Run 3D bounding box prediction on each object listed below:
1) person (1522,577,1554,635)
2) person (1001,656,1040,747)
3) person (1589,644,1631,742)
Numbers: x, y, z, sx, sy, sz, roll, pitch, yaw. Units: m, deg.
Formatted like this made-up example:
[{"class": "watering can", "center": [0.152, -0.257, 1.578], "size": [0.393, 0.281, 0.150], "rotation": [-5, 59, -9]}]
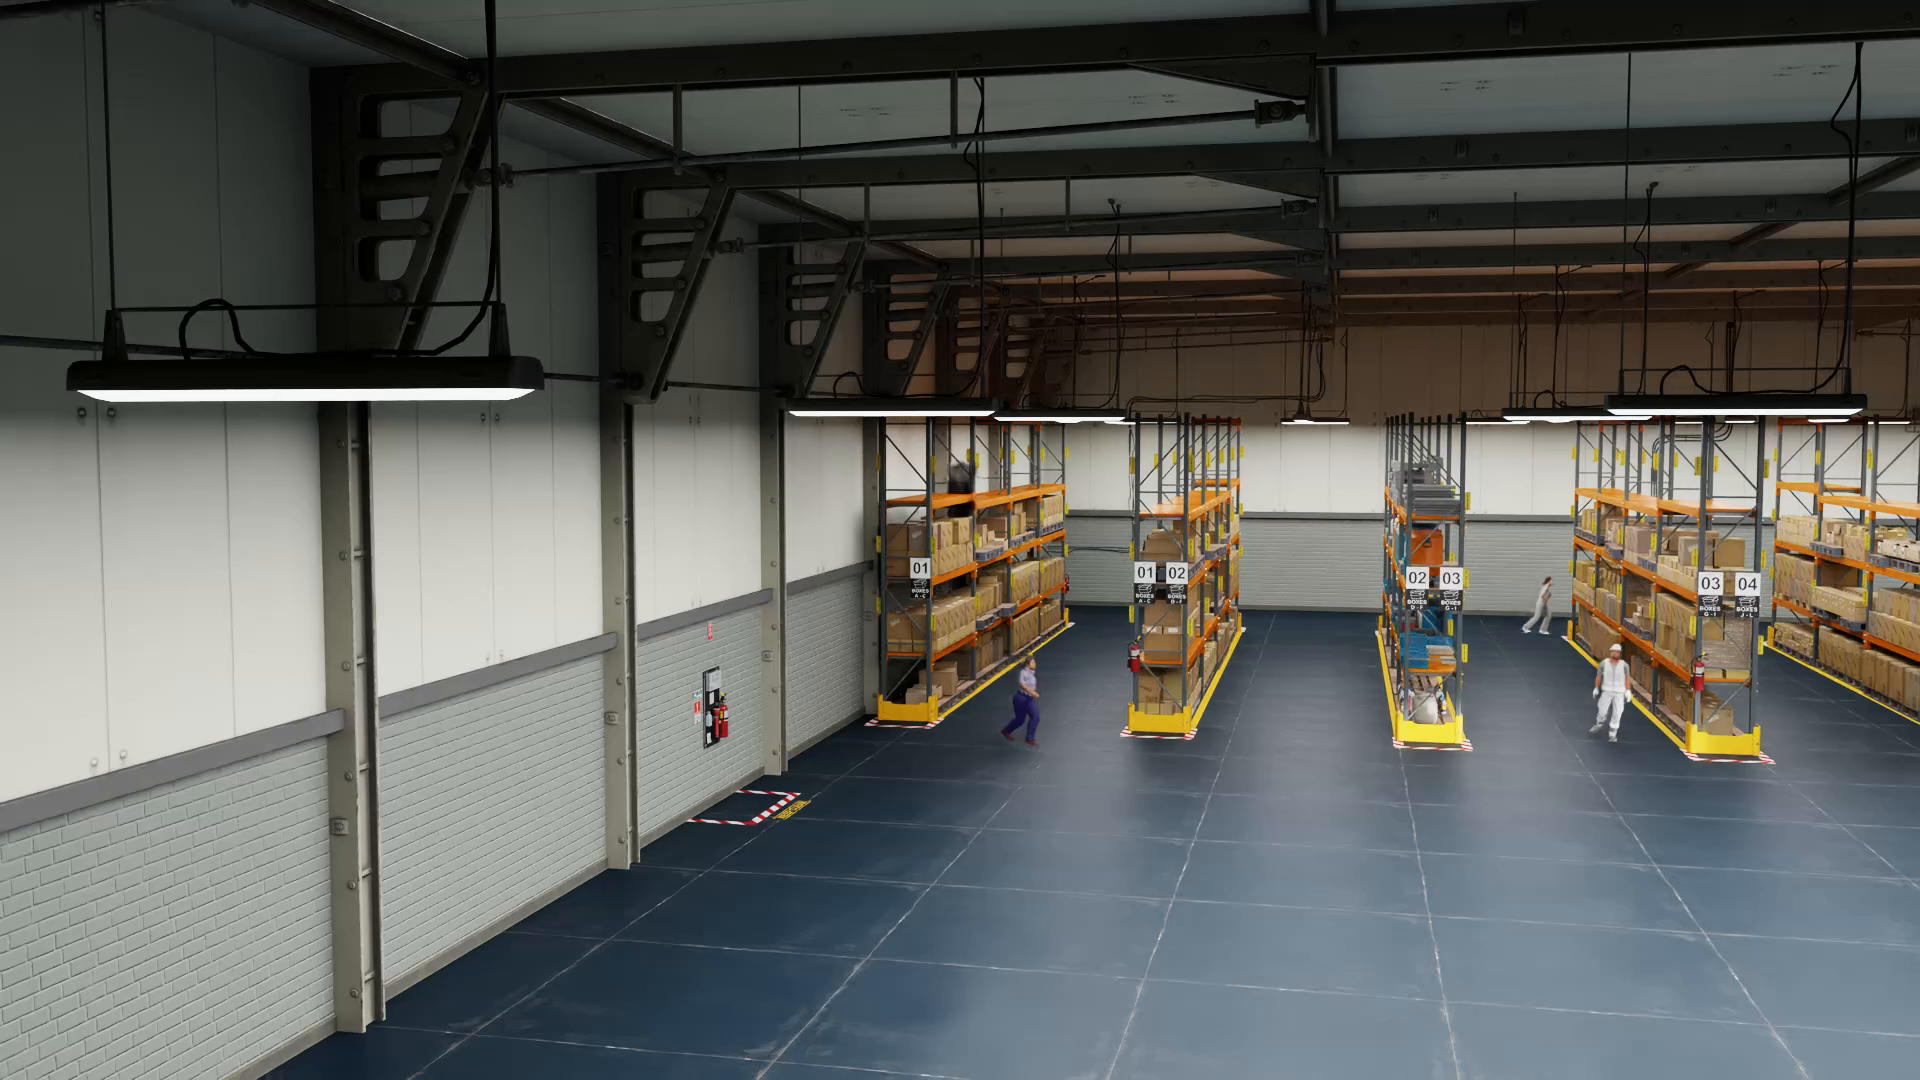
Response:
[{"class": "person", "center": [16.013, 1.808, 46.012], "size": [0.833, 1.614, 0.555], "rotation": [2, 5, 31]}, {"class": "person", "center": [1.071, 2.908, 29.912], "size": [0.785, 1.620, 0.557], "rotation": [2, 4, 27]}, {"class": "person", "center": [11.878, 2.778, 30.365], "size": [0.677, 1.765, 0.591], "rotation": [1, 4, 18]}]
